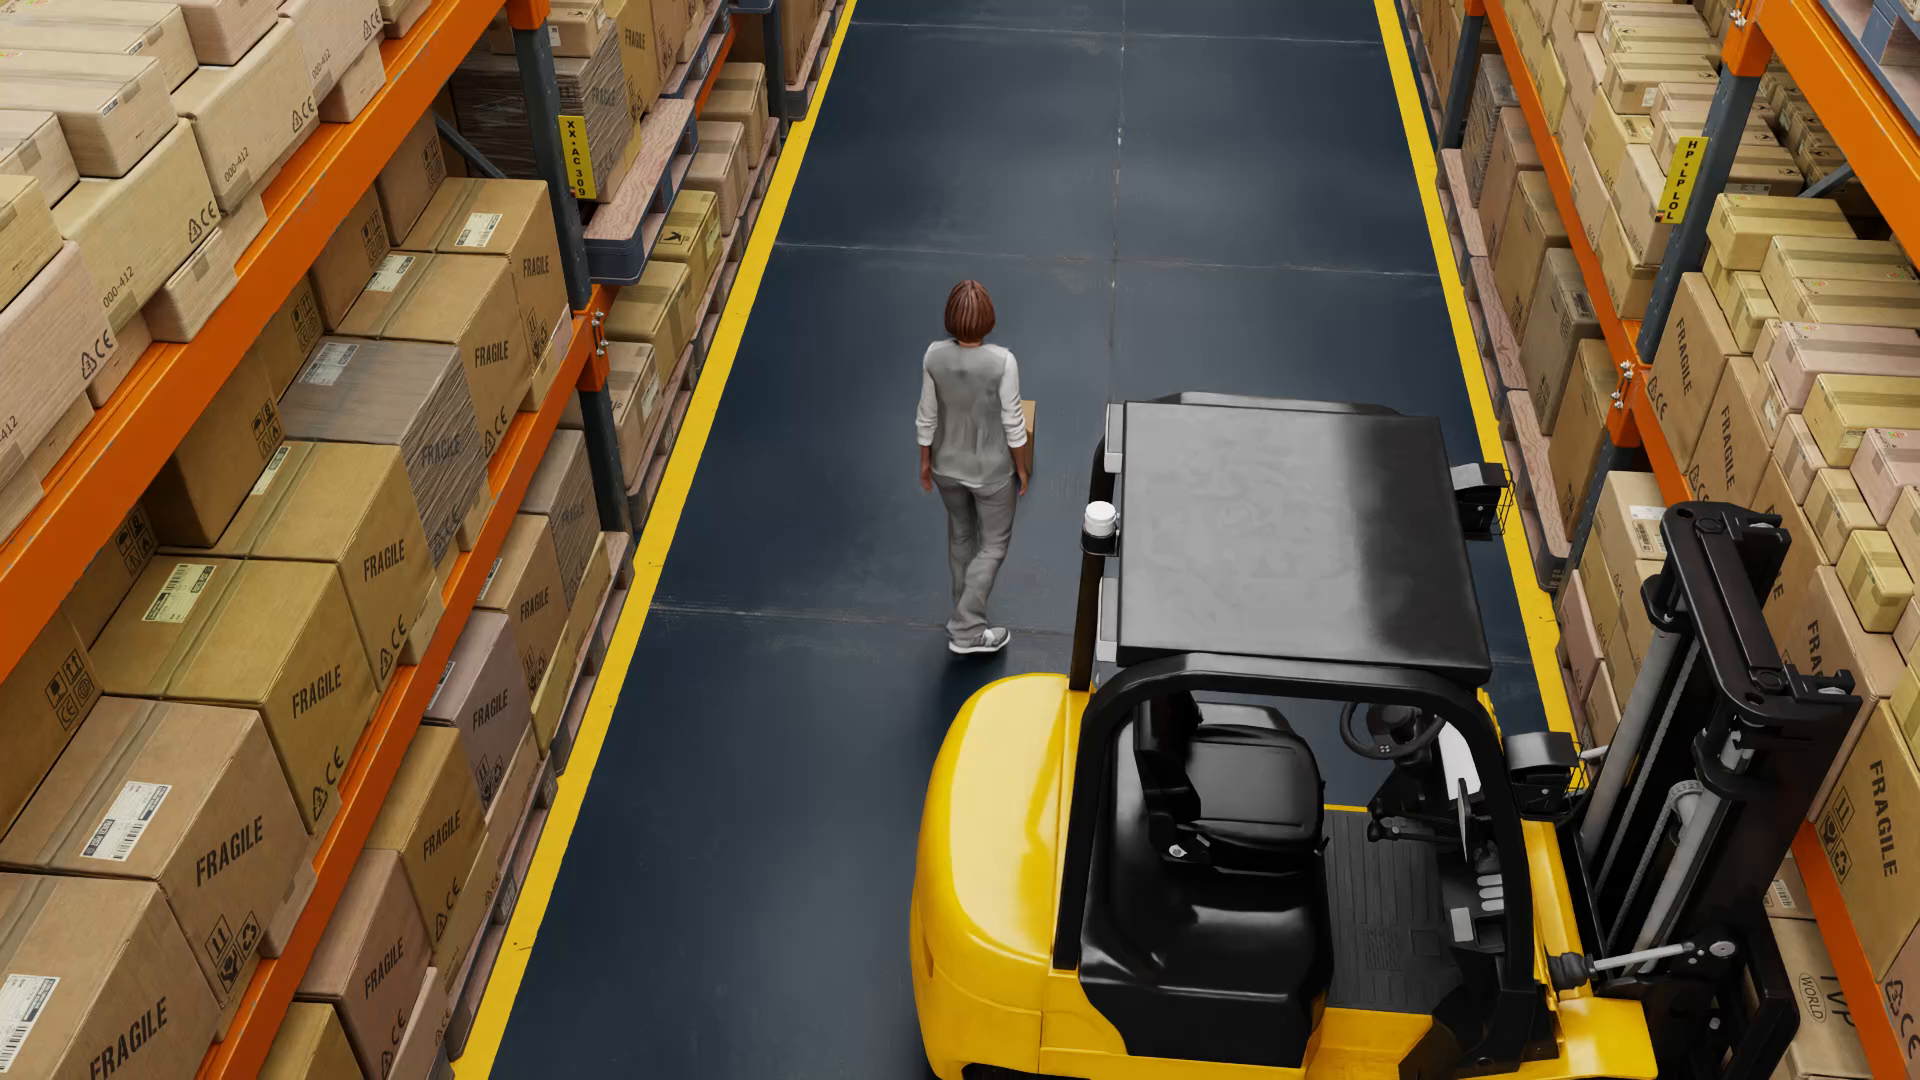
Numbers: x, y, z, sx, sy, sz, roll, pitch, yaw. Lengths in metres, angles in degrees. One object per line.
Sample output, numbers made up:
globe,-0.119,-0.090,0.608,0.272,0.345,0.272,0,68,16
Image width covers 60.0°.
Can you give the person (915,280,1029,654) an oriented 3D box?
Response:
person,0.031,-0.254,6.460,0.441,1.591,0.524,13,42,15
